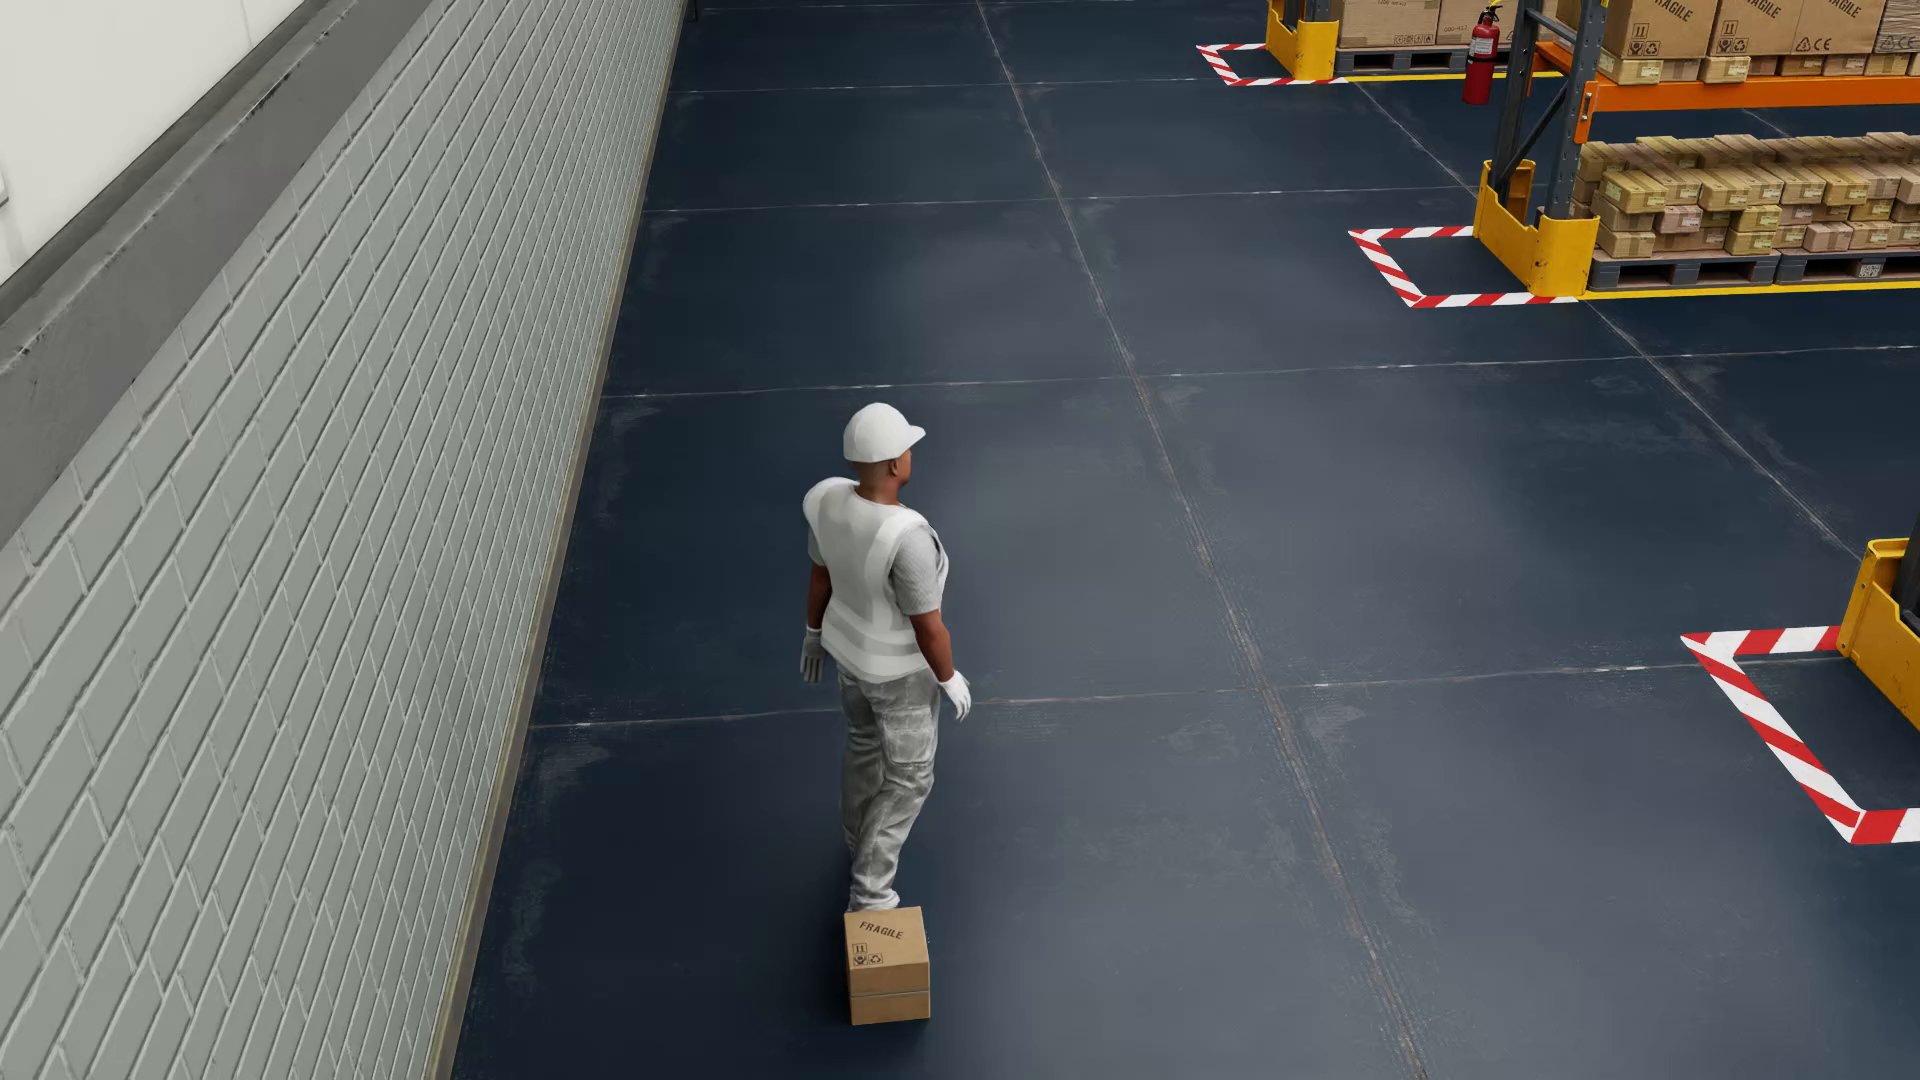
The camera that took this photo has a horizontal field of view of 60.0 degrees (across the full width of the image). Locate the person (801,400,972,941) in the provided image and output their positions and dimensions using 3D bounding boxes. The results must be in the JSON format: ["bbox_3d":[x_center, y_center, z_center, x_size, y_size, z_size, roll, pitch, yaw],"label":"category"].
[{"bbox_3d":[-0.242,0.433,5.384,0.515,1.769,0.745,-22,37,-32],"label":"person"}]
